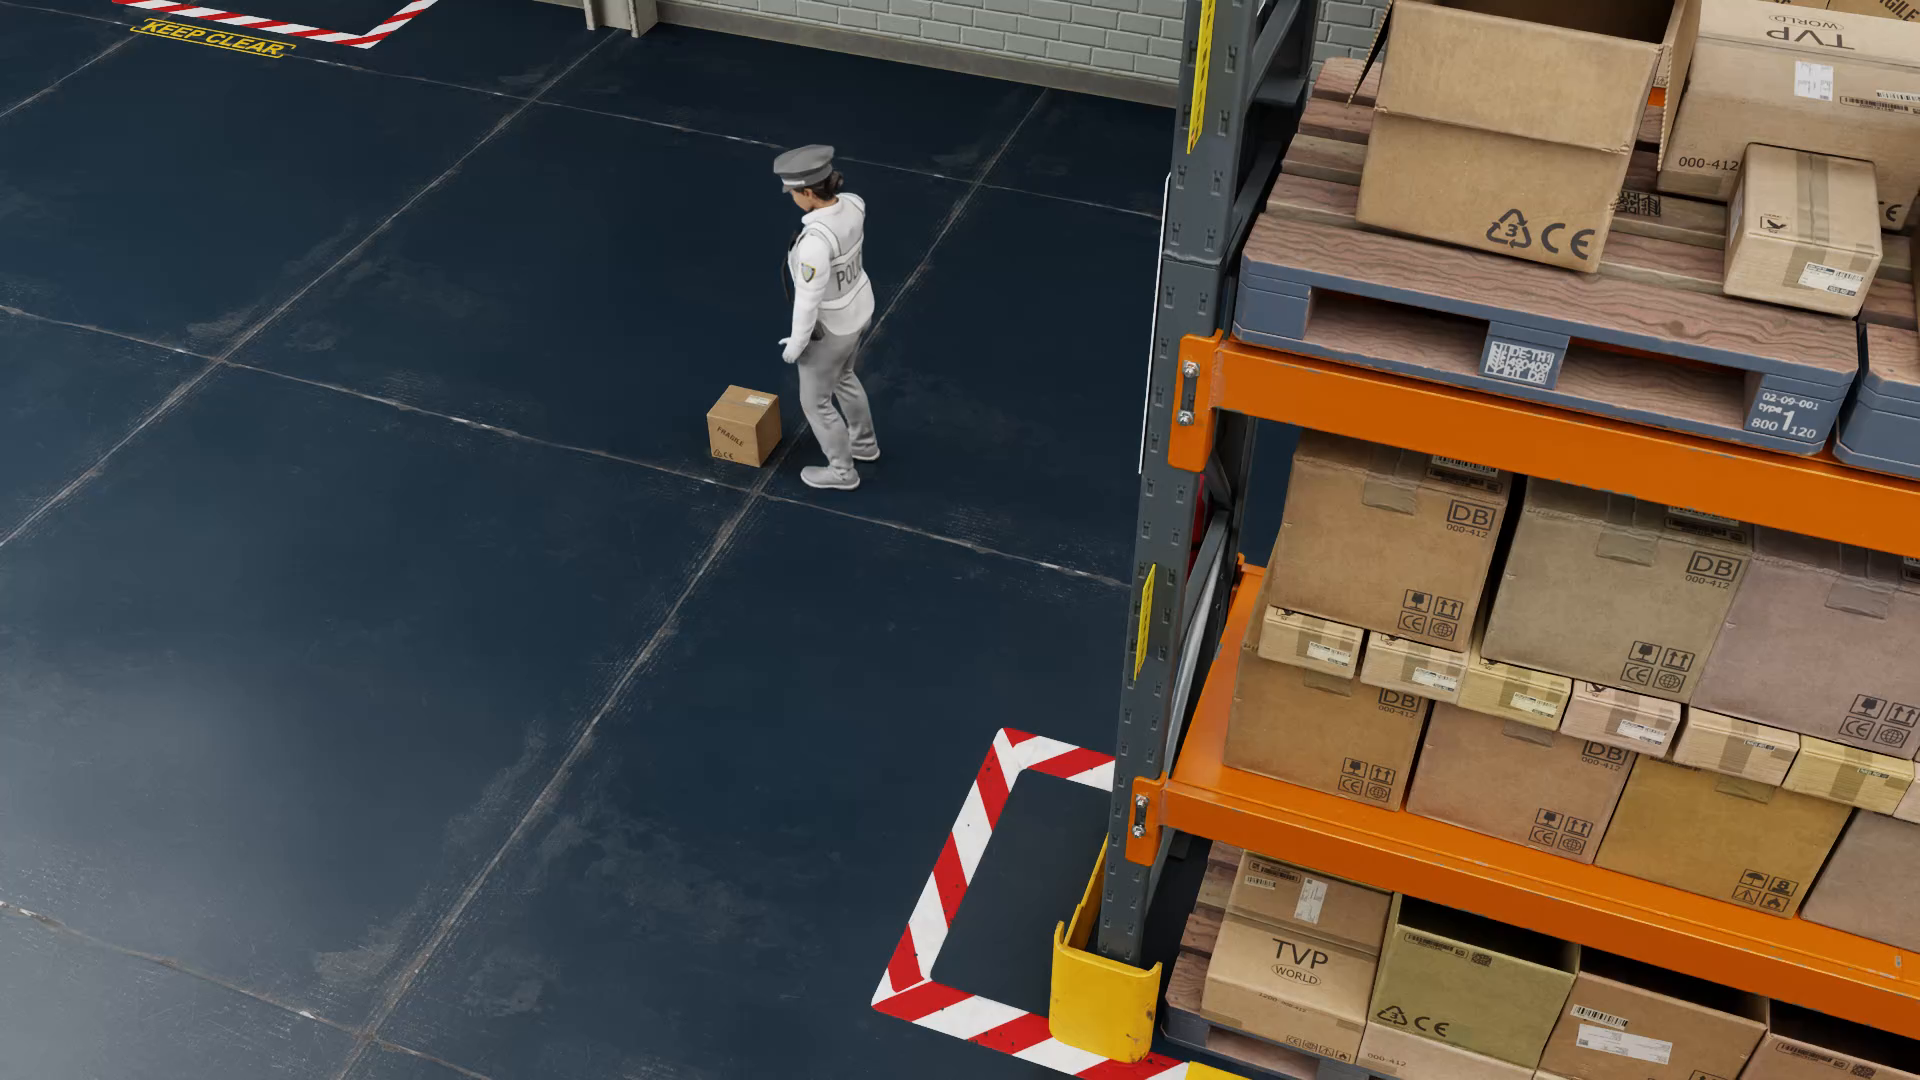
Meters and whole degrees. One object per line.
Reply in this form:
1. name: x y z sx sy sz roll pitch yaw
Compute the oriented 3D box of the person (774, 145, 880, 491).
1. person: -0.574 -0.931 7.218 0.366 1.655 0.482 15 44 16
